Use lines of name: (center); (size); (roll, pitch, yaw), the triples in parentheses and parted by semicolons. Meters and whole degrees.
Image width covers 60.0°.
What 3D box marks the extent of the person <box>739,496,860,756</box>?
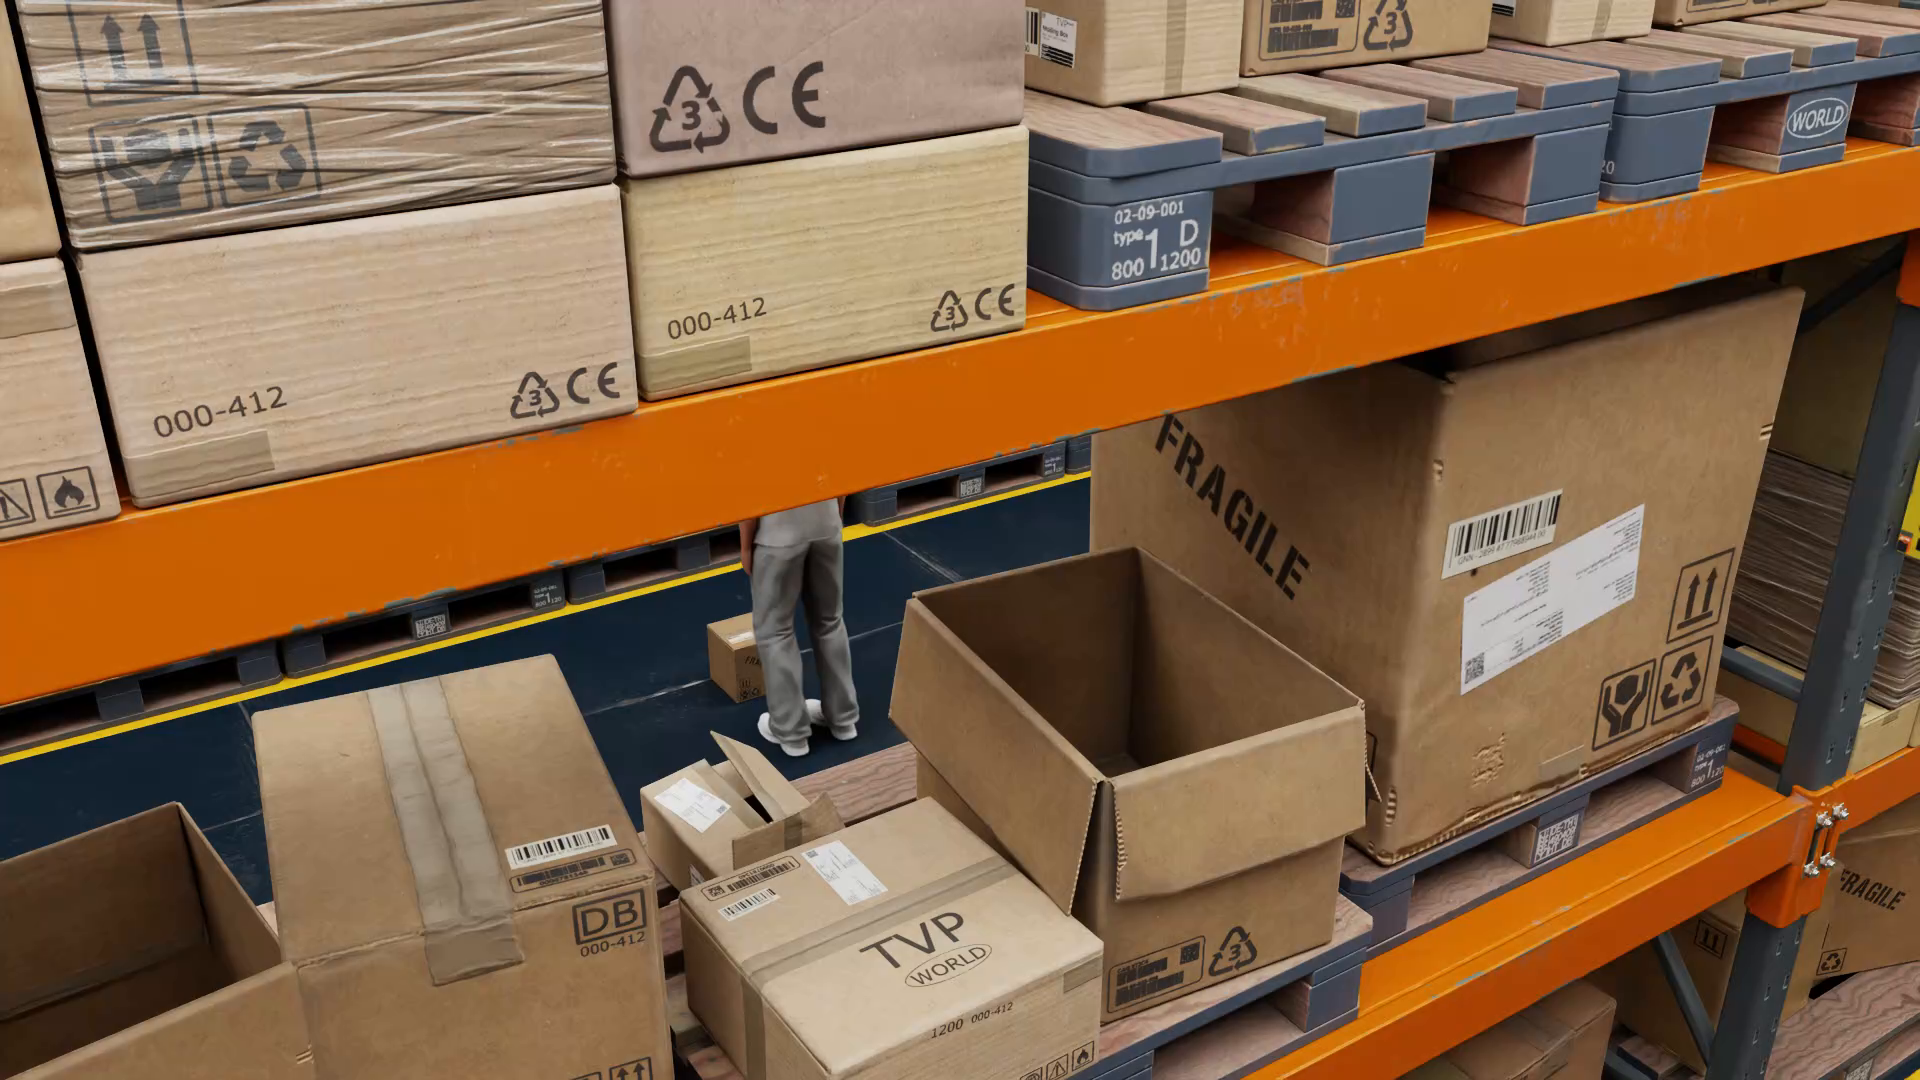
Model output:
person: (-0.603, 0.012, 6.095); (0.437, 1.667, 0.361); (-15, 29, -28)
